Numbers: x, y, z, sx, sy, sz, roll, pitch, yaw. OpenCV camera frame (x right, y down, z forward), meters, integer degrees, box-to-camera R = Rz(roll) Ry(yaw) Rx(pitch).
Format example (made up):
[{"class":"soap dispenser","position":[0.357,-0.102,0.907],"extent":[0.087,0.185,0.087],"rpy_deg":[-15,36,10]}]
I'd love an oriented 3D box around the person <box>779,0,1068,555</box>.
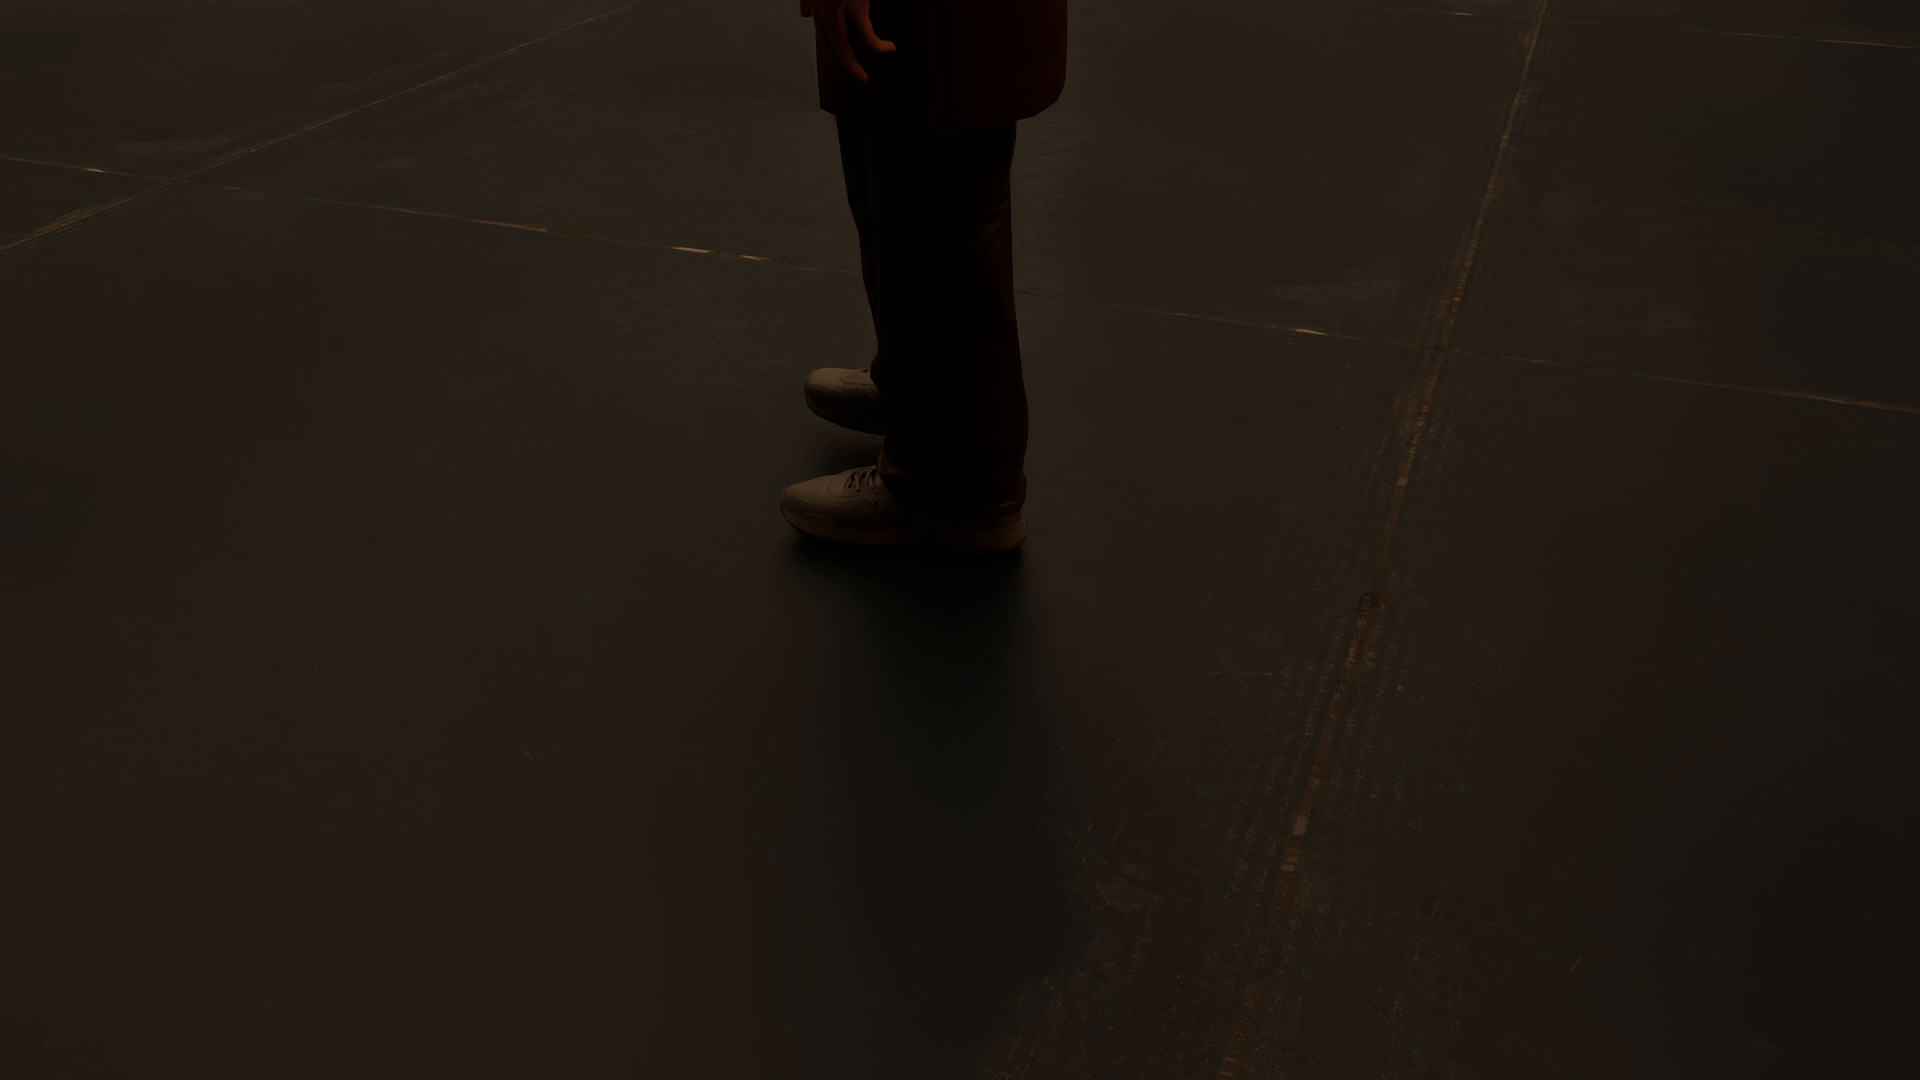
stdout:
[{"class":"person","position":[-0.085,-0.797,2.090],"extent":[0.580,1.777,0.696],"rpy_deg":[10,31,18]}]
